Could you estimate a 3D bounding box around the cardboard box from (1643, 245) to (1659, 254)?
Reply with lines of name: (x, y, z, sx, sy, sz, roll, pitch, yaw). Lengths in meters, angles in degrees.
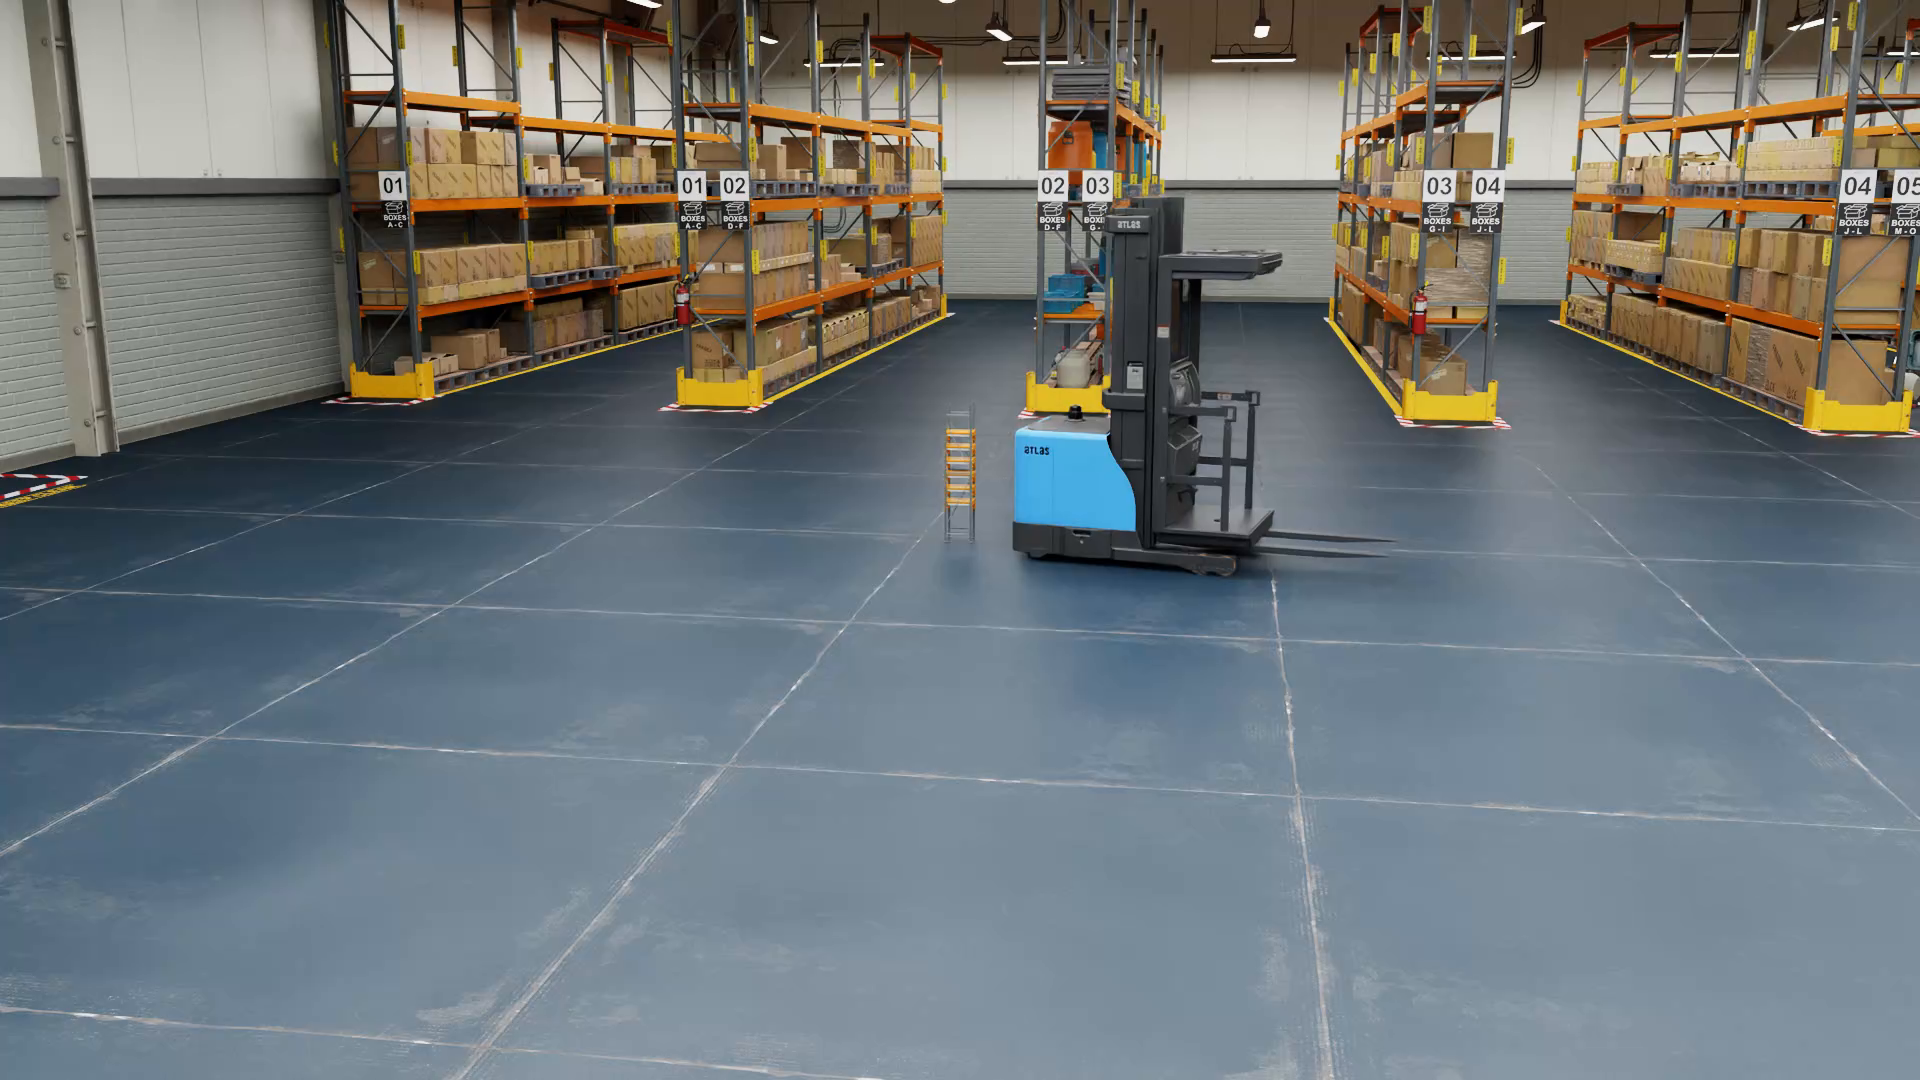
cardboard box: (12.207, -5.083, 29.147, 0.380, 0.149, 0.250, 2, 12, 8)

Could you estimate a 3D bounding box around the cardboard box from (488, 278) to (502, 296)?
cardboard box: (-7.561, -3.991, 26.199, 0.500, 0.250, 0.500, 2, 12, 8)

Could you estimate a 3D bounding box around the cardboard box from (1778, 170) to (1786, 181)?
cardboard box: (11.303, -4.924, 22.465, 0.380, 0.149, 0.250, 2, 12, 9)

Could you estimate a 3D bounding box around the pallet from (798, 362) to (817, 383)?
pallet: (-2.909, -2.684, 26.448, 1.003, 0.211, 1.213, 2, 12, 9)

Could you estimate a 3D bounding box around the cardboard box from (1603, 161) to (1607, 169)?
cardboard box: (13.089, -7.497, 33.264, 0.380, 0.149, 0.250, 1, 12, 6)

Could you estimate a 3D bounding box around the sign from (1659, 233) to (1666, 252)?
sign: (12.006, -5.084, 28.402, 0.100, 0.325, 0.005, 2, 12, 9)

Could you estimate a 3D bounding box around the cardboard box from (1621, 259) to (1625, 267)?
cardboard box: (12.448, -5.117, 30.716, 0.380, 0.149, 0.250, 2, 12, 8)

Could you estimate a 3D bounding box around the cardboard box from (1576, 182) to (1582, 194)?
cardboard box: (13.452, -7.514, 35.475, 0.500, 0.250, 0.500, 2, 12, 11)

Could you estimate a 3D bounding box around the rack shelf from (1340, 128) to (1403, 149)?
rack shelf: (8.581, -8.357, 34.568, 1.077, 0.370, 4.000, 2, 12, 9)

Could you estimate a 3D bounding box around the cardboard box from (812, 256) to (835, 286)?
cardboard box: (-2.453, -4.634, 28.637, 0.500, 0.500, 0.500, 2, 12, 9)

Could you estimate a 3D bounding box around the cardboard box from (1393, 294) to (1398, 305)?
cardboard box: (6.542, -3.524, 24.323, 0.380, 0.149, 0.250, 2, 12, 9)

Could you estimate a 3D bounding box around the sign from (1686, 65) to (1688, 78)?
sign: (13.708, -8.823, 31.482, 0.100, 0.325, 0.005, 2, 12, 9)

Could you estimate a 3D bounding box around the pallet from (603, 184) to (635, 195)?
pallet: (-6.978, -6.714, 31.854, 1.213, 0.211, 1.003, 2, 12, 11)

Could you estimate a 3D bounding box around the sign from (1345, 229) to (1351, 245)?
sign: (7.725, -6.035, 33.133, 0.100, 0.325, 0.005, 2, 12, 9)

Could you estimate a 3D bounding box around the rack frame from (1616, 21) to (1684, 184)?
rack frame: (13.159, -8.306, 31.675, 1.000, 3.000, 0.127, 2, 12, 9)

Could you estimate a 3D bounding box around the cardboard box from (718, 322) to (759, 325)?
cardboard box: (-3.354, -3.041, 25.232, 0.500, 0.500, 0.500, 2, 12, 9)

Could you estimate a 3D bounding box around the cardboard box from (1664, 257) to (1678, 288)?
cardboard box: (12.208, -4.505, 28.040, 0.500, 0.500, 0.500, 2, 12, 9)

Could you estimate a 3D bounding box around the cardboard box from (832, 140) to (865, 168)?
cardboard box: (-2.056, -7.139, 30.768, 0.500, 0.500, 0.500, 2, 12, 9)

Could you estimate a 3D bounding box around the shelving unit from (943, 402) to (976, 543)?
shelving unit: (-0.002, -0.584, 14.353, 0.258, 1.200, 0.189, 2, 12, 9)

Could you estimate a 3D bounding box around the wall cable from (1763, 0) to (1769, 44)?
wall cable: (18.241, -13.452, 39.889, 2.355, 3.000, 0.029, 2, 12, 9)

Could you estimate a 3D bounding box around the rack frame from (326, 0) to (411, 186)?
rack frame: (-8.255, -6.471, 23.161, 1.000, 3.000, 0.127, 2, 12, 9)

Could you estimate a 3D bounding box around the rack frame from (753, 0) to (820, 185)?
rack frame: (-2.745, -7.144, 26.284, 1.000, 3.000, 0.127, 2, 12, 9)

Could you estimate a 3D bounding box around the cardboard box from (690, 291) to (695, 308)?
cardboard box: (-6.194, -5.172, 36.310, 0.700, 0.500, 0.500, 2, 12, 9)

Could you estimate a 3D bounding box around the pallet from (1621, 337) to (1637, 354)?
pallet: (12.855, -3.593, 30.667, 1.003, 0.211, 1.213, 2, 12, 9)

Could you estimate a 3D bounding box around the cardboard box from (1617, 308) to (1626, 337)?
cardboard box: (12.703, -4.101, 31.341, 0.500, 0.500, 0.500, 2, 12, 11)

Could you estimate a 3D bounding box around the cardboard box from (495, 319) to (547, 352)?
cardboard box: (-7.543, -3.518, 28.587, 0.700, 0.500, 0.500, 2, 12, 11)

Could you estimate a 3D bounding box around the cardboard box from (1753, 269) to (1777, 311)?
cardboard box: (11.622, -3.480, 23.167, 0.875, 0.550, 0.550, 2, 12, 9)

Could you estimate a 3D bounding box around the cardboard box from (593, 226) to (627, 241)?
cardboard box: (-6.696, -5.867, 31.825, 0.500, 0.250, 0.500, 2, 12, 10)

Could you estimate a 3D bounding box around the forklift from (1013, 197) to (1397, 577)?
forklift: (2.008, -1.268, 13.420, 3.031, 2.935, 1.130, 5, 13, 20)

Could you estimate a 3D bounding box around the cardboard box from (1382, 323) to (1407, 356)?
cardboard box: (7.422, -3.341, 27.767, 0.700, 0.500, 0.500, 3, 13, 13)

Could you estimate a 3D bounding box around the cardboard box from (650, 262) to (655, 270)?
cardboard box: (-6.421, -5.581, 33.819, 0.380, 0.149, 0.250, 2, 12, 7)

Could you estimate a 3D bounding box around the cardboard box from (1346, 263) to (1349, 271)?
cardboard box: (7.997, -5.506, 33.520, 0.380, 0.149, 0.250, 2, 12, 9)

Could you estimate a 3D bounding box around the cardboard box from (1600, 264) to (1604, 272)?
cardboard box: (12.903, -5.375, 32.910, 0.380, 0.149, 0.250, 2, 12, 7)

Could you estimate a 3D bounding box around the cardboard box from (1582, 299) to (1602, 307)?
cardboard box: (13.175, -4.936, 34.635, 0.380, 0.149, 0.250, 2, 12, 10)

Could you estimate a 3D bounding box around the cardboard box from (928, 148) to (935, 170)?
cardboard box: (-0.962, -8.606, 37.576, 0.700, 0.500, 0.500, 2, 12, 9)

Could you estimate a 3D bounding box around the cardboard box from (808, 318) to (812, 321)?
cardboard box: (-2.813, -3.653, 28.522, 0.500, 0.311, 0.500, 2, 12, 8)

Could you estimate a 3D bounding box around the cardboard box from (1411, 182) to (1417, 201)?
cardboard box: (6.325, -4.663, 22.246, 0.500, 0.250, 0.500, 2, 12, 9)

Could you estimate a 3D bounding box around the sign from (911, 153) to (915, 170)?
sign: (-0.966, -7.771, 34.151, 0.100, 0.325, 0.005, 2, 12, 9)

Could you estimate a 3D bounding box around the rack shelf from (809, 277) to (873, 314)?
rack shelf: (-2.437, -4.276, 28.923, 1.077, 0.370, 4.000, 2, 12, 9)

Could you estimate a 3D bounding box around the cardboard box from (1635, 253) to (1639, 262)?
cardboard box: (12.286, -5.049, 29.694, 0.380, 0.149, 0.250, 2, 12, 9)

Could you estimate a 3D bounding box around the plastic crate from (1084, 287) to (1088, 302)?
plastic crate: (1.661, -3.673, 24.921, 0.450, 0.188, 0.662, 2, 12, 9)

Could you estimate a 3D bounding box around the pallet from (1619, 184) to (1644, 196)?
pallet: (12.802, -6.407, 30.428, 1.213, 0.211, 1.003, 2, 12, 9)

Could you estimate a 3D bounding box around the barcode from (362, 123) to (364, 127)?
barcode: (-8.640, -6.000, 24.059, 0.001, 0.075, 0.075, 2, 12, 9)

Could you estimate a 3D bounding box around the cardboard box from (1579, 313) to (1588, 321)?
cardboard box: (13.169, -4.655, 34.744, 0.380, 0.149, 0.250, 1, 12, 6)

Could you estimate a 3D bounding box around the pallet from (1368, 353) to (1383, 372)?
pallet: (7.347, -2.944, 27.651, 1.003, 0.211, 1.213, 2, 12, 9)

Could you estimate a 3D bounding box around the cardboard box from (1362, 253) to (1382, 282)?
cardboard box: (7.489, -4.882, 29.790, 0.500, 0.500, 0.500, 2, 12, 10)

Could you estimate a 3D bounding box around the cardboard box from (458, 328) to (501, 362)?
cardboard box: (-7.760, -3.147, 26.865, 0.500, 0.500, 0.500, 1, 12, 4)

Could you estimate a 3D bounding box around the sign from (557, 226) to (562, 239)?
sign: (-7.574, -5.787, 31.479, 0.100, 0.325, 0.005, 2, 12, 9)

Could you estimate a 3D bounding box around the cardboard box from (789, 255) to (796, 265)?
cardboard box: (-2.733, -4.302, 25.559, 0.380, 0.149, 0.250, 2, 12, 8)

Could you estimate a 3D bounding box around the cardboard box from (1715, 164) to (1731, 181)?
cardboard box: (11.901, -5.619, 25.450, 0.500, 0.250, 0.500, 2, 12, 8)

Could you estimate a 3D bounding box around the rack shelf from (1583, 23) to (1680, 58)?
rack shelf: (13.466, -9.995, 33.332, 1.077, 0.370, 4.000, 2, 12, 9)

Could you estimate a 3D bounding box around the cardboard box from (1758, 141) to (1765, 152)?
cardboard box: (11.459, -5.525, 23.360, 0.380, 0.149, 0.250, 2, 12, 8)

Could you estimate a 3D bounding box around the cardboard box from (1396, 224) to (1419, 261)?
cardboard box: (6.570, -4.279, 23.913, 0.500, 0.500, 0.500, 2, 12, 9)

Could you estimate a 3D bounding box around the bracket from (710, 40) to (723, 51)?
bracket: (-5.947, -12.054, 40.521, 0.235, 0.232, 0.430, 2, 12, 9)

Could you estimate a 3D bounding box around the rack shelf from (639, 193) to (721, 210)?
rack shelf: (-6.102, -7.568, 37.076, 1.077, 0.370, 4.000, 2, 12, 9)

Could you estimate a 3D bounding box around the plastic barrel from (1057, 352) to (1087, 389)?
plastic barrel: (1.559, -2.346, 23.169, 0.421, 0.512, 0.421, 0, 12, 0)

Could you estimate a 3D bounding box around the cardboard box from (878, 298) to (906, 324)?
cardboard box: (-1.392, -4.655, 33.864, 0.500, 0.500, 0.500, 2, 12, 9)

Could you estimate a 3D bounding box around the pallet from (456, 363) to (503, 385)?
pallet: (-7.894, -2.613, 26.115, 1.003, 0.211, 1.213, 2, 12, 9)

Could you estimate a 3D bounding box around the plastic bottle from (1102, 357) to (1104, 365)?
plastic bottle: (2.227, -2.650, 25.089, 0.152, 0.276, 0.135, 2, 12, 10)

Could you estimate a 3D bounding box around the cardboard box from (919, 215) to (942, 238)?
cardboard box: (-0.696, -7.146, 37.920, 0.500, 0.500, 0.500, 2, 12, 8)
